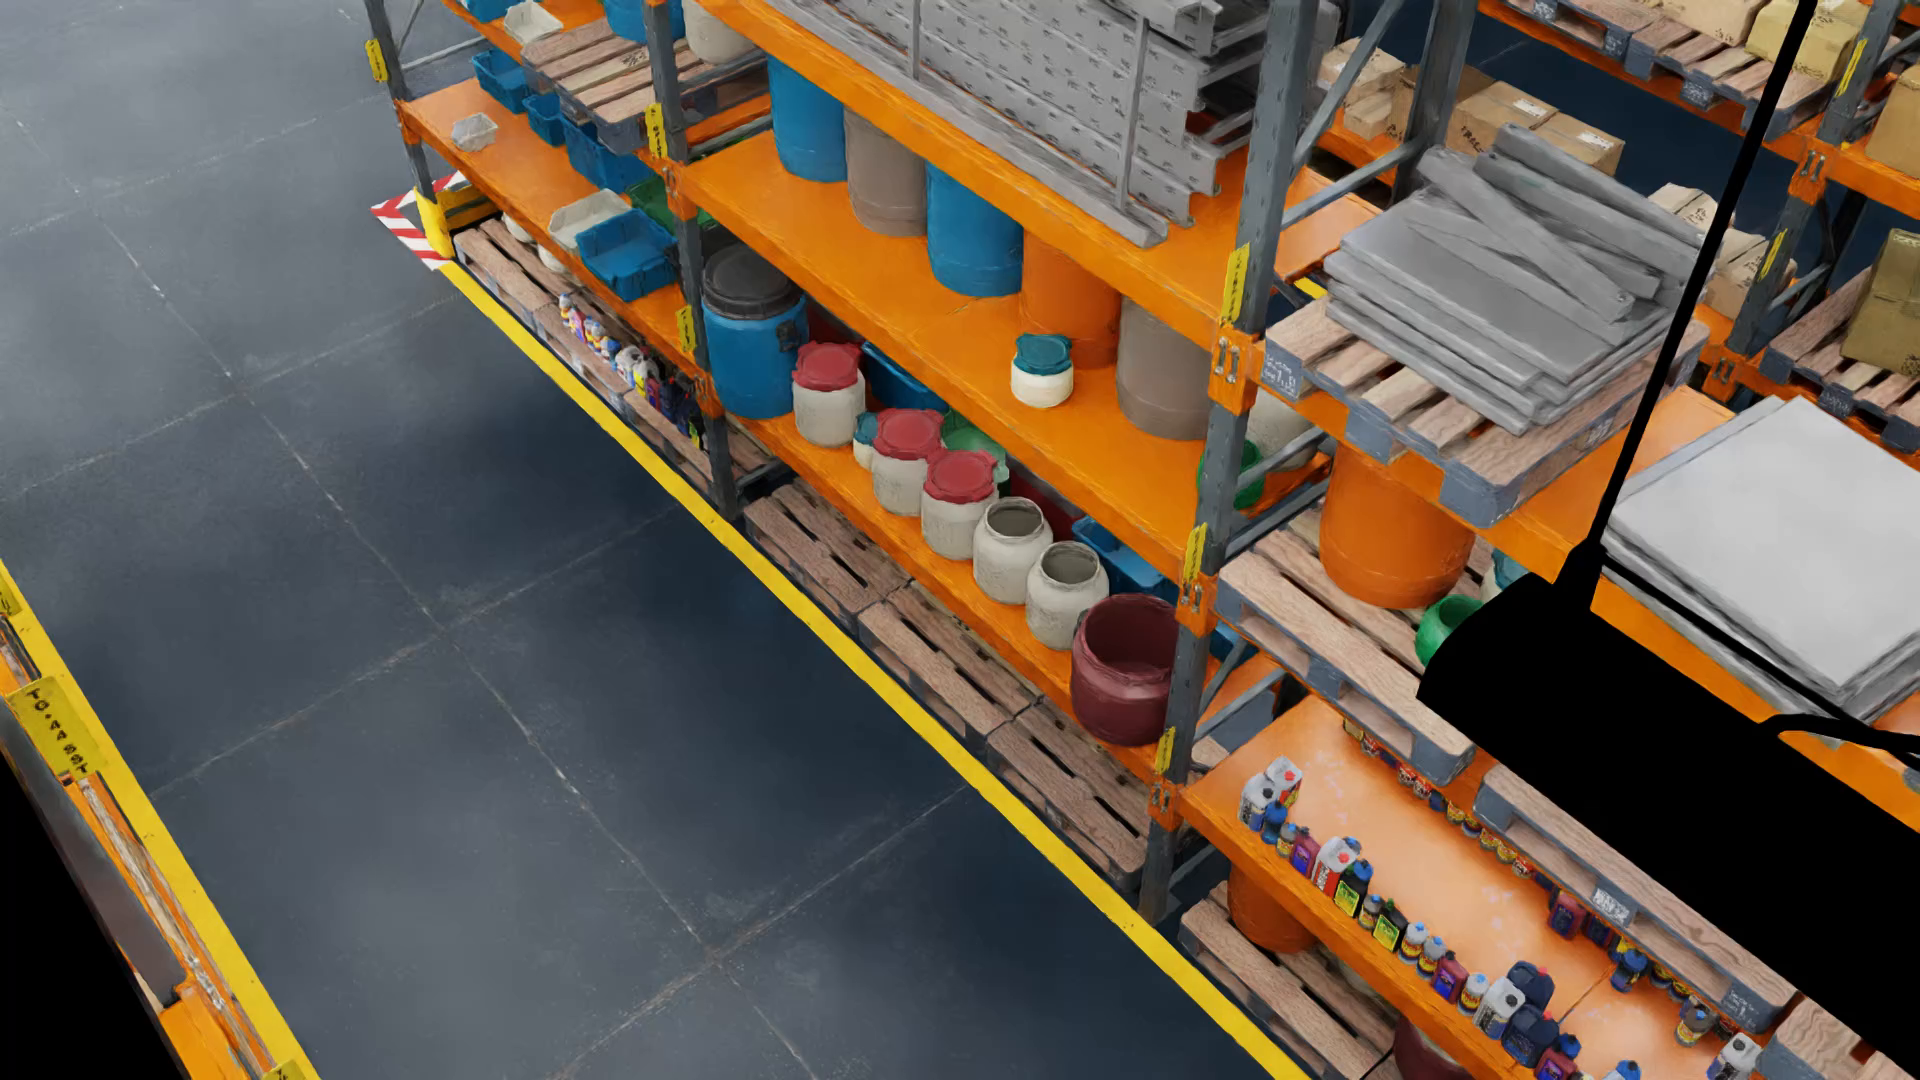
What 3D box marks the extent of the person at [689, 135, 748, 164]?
[{"bbox_3d":[-1.885,-3.240,12.862,0.553,1.706,1.123,-30,53,-25],"label":"person"}]
